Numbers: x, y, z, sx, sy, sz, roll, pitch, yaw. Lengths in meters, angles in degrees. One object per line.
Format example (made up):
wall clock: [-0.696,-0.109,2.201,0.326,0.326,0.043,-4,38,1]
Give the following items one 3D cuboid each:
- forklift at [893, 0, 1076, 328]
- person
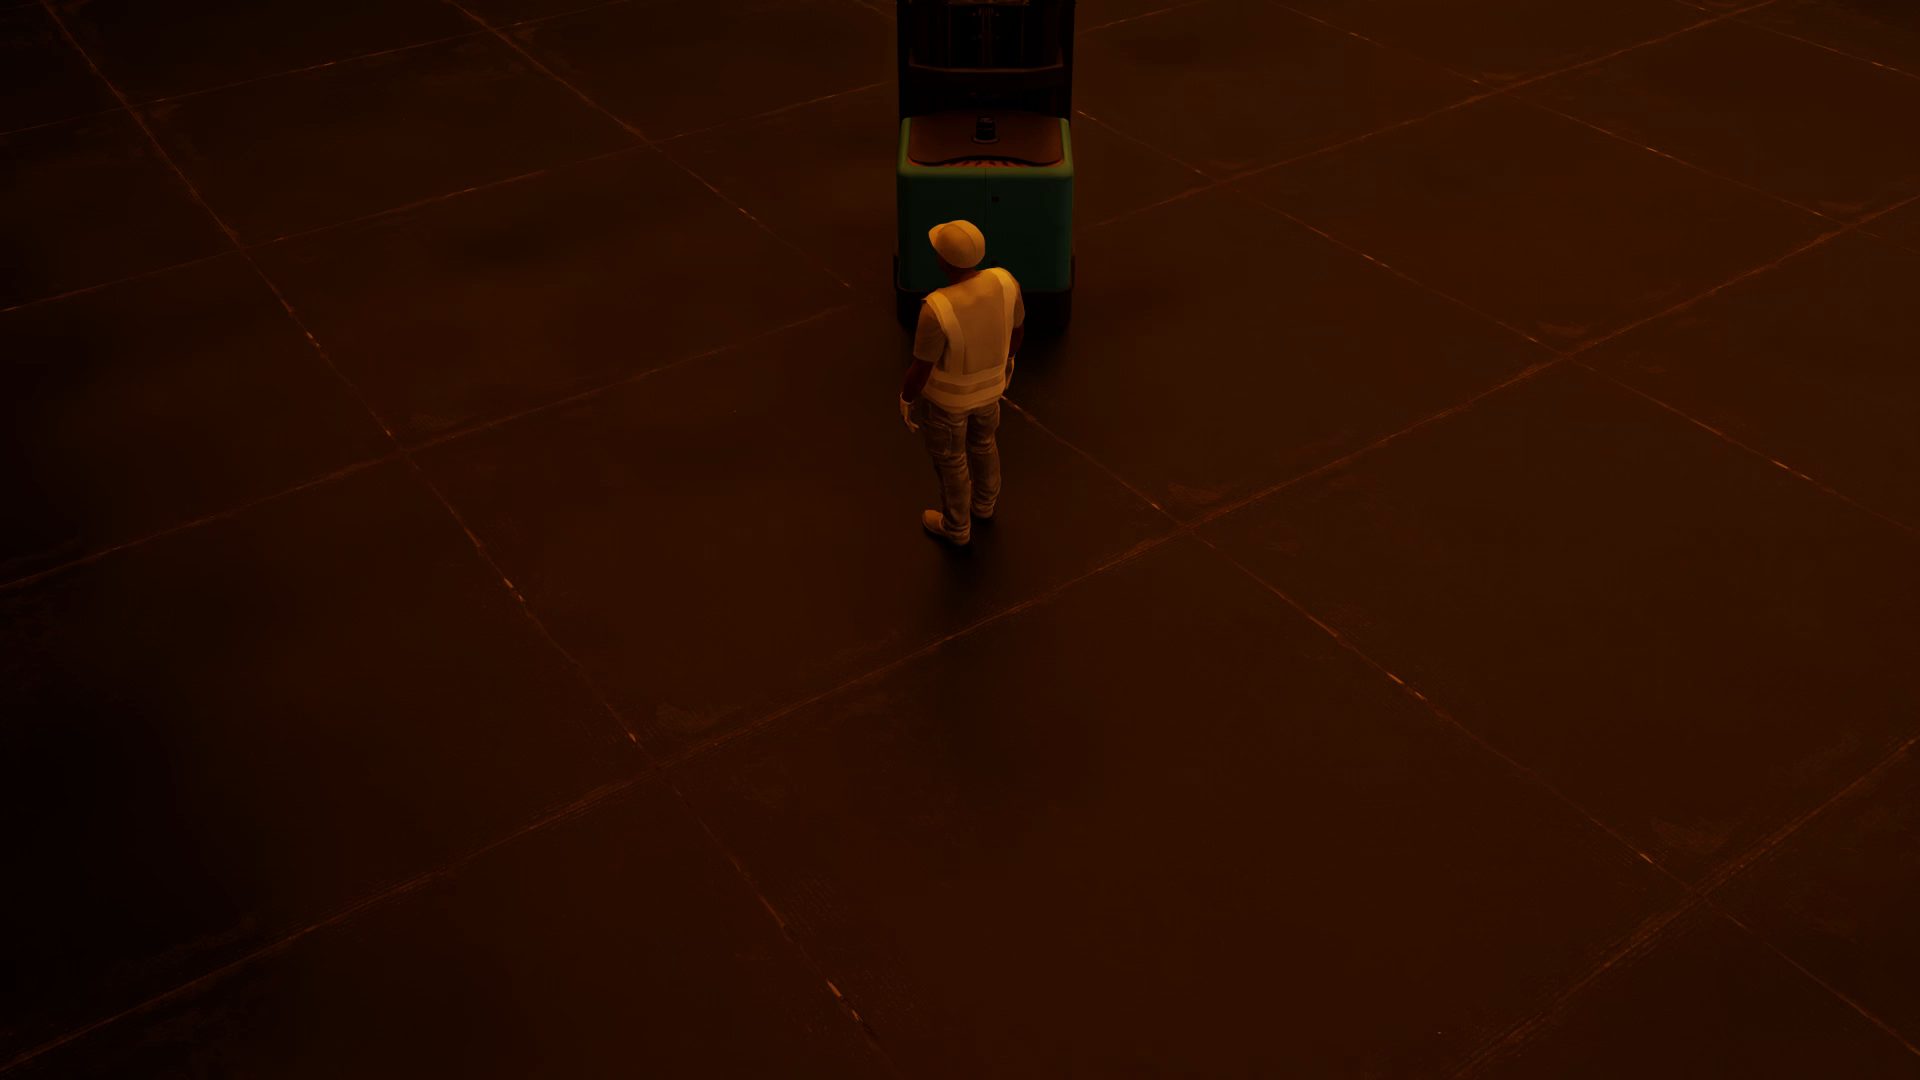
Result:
forklift: [0.160,-3.302,10.410,1.130,2.935,3.031,0,36,0]
person: [-0.035,-0.760,7.927,0.656,1.781,0.577,-23,42,-28]
